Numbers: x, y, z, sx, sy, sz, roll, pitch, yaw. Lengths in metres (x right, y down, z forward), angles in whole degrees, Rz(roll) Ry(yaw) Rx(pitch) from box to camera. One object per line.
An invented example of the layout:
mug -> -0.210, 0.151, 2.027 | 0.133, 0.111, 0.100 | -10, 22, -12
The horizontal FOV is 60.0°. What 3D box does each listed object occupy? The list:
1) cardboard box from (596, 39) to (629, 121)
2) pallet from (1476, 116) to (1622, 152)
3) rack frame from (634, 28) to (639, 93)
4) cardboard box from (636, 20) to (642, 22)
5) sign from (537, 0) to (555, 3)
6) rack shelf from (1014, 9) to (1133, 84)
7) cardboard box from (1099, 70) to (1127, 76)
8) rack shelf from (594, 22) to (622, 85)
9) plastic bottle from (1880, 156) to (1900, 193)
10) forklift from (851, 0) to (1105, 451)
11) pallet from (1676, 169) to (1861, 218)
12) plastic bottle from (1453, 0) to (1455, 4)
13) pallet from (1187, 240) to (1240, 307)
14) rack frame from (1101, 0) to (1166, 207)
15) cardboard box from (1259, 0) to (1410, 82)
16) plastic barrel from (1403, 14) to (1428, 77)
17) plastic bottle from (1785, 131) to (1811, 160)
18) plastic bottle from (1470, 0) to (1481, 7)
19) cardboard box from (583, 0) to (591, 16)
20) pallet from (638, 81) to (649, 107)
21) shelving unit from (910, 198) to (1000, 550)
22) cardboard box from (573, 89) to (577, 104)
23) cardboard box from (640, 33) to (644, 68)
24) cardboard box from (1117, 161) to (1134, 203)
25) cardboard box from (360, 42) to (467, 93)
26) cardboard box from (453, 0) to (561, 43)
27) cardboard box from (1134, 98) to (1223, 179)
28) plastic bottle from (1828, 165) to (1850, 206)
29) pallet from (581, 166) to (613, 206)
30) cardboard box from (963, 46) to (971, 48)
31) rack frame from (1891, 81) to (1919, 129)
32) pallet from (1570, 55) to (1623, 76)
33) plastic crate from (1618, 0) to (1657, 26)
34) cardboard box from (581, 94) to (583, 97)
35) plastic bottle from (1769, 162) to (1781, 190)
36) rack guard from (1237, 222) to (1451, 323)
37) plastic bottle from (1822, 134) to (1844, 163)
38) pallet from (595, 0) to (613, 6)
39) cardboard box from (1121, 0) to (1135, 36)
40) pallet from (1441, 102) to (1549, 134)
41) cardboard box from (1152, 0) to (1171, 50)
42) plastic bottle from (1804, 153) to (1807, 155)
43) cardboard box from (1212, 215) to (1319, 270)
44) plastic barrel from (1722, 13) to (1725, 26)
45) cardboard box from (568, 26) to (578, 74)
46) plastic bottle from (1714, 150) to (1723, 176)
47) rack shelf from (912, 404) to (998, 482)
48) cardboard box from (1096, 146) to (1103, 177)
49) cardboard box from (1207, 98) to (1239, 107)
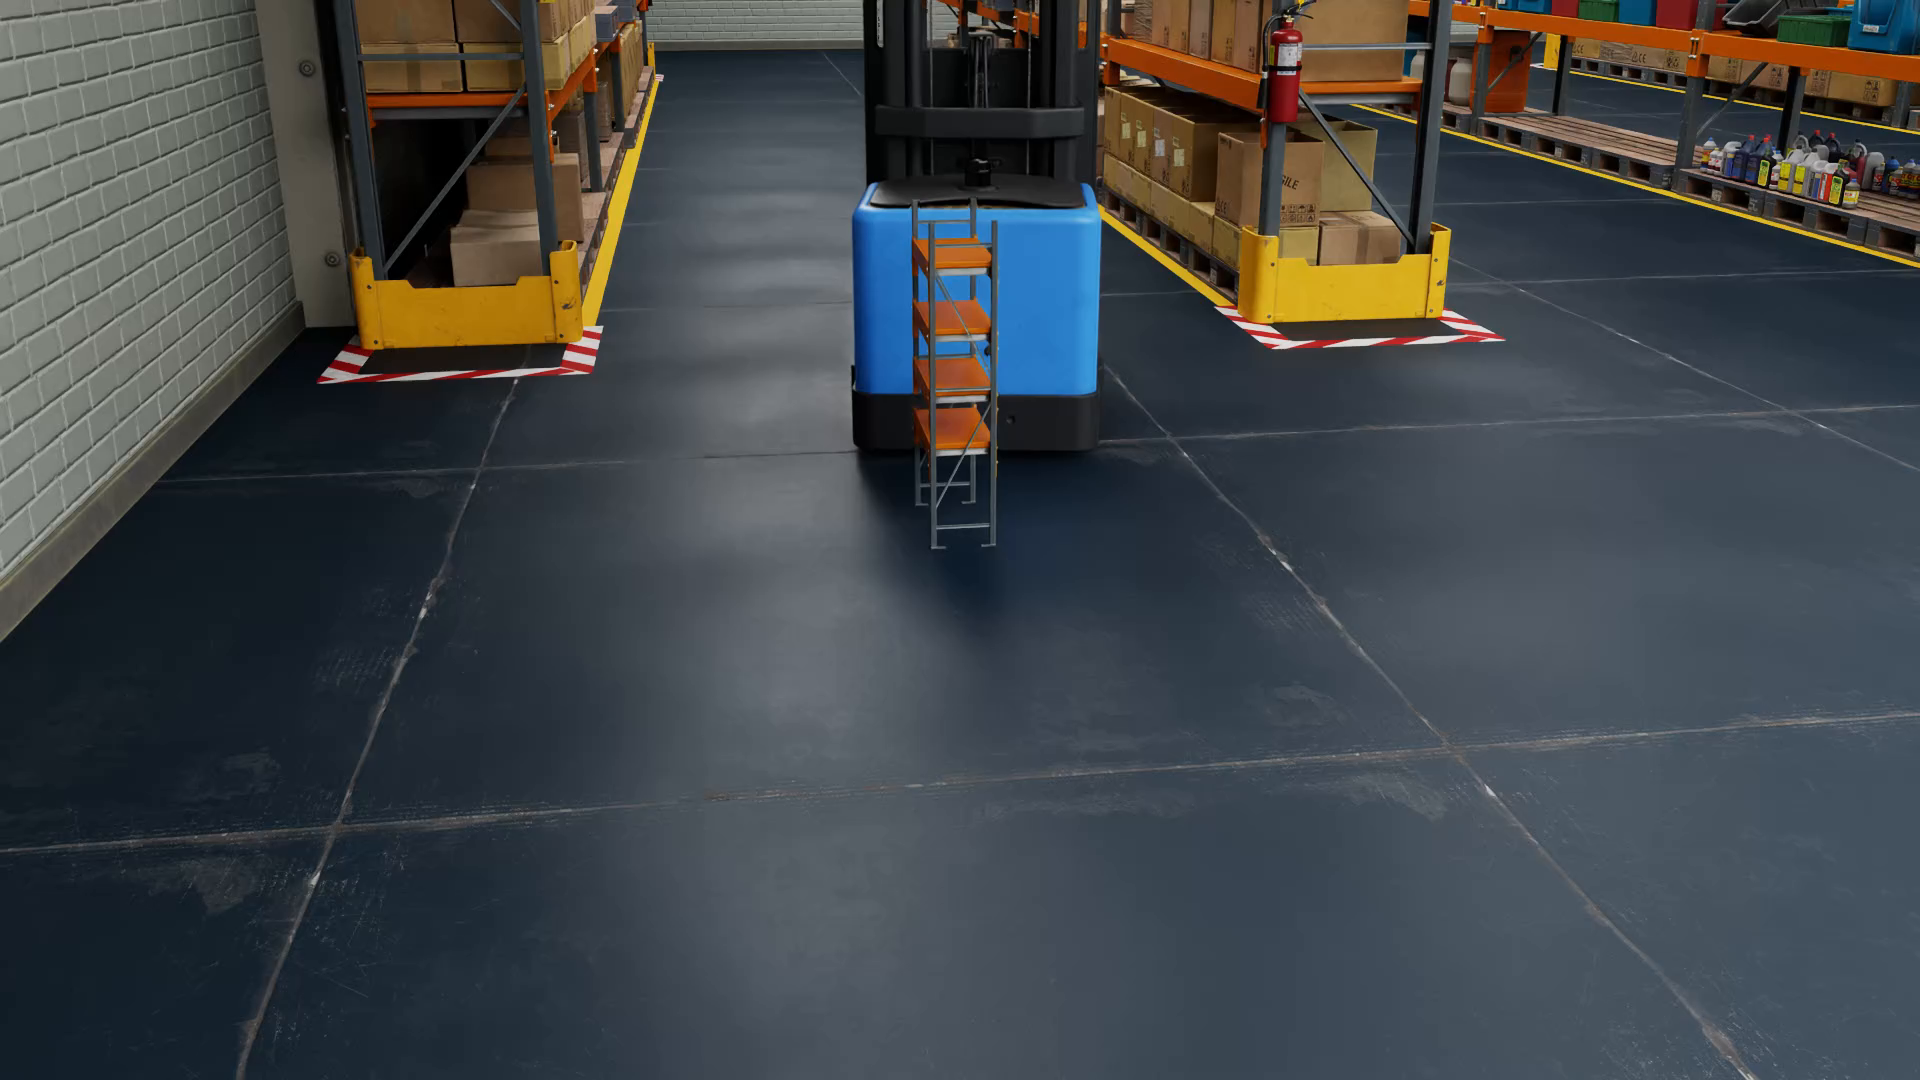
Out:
cardboard box -> -3.804, -4.712, 17.016 | 0.750, 0.750, 0.750 | -3, 21, -8
pallet -> 6.049, -4.184, 17.117 | 1.003, 0.211, 1.213 | -3, 21, -8
rack frame -> -4.405, -6.646, 19.722 | 1.000, 3.000, 0.127 | -3, 21, -8
cardboard box -> -4.583, -7.088, 22.951 | 0.380, 0.149, 0.250 | -3, 21, -8
sign -> -2.138, -2.924, 8.520 | 0.100, 0.325, 0.005 | -3, 21, -8
rack shelf -> 1.361, -4.482, 14.959 | 1.077, 0.370, 4.000 | -3, 21, -8
cardboard box -> 1.392, -4.514, 16.544 | 0.500, 0.311, 0.500 | -2, 21, -6
rack shelf -> -3.540, -4.231, 14.286 | 1.077, 0.370, 4.000 | -3, 21, -8
plastic bottle -> 7.082, -2.785, 12.658 | 0.097, 0.271, 0.097 | 0, 20, 0
forklift -> 0.107, -2.214, 7.955 | 1.130, 2.935, 3.031 | 1, 20, 2
pallet -> 6.607, -2.835, 13.504 | 1.003, 0.211, 1.213 | -3, 21, -8
plastic bottle -> 5.435, -6.007, 18.196 | 0.097, 0.271, 0.097 | 0, 20, 0
pallet -> 2.075, -1.698, 10.462 | 1.003, 0.211, 1.213 | -3, 21, -8
rack frame -> 1.650, -4.127, 12.979 | 1.000, 3.000, 0.127 | -3, 21, -8
cardboard box -> 2.172, -2.951, 9.688 | 0.700, 0.500, 0.500 | -3, 21, -8
plastic barrel -> 5.562, -5.925, 20.191 | 0.600, 0.901, 0.708 | -3, 21, -8
plastic bottle -> 6.787, -3.125, 13.453 | 0.144, 0.351, 0.185 | -3, 21, -8
plastic bottle -> 5.495, -5.824, 17.690 | 0.061, 0.283, 0.133 | -3, 21, -8
cardboard box -> -2.800, -3.846, 11.339 | 0.500, 0.500, 0.500 | -3, 21, -8
pallet -> -4.437, -5.607, 20.926 | 1.003, 0.211, 1.213 | -3, 21, -8
shelving unit -> -0.024, -0.619, 6.160 | 0.258, 1.200, 0.503 | -3, 21, -8
cardboard box -> -3.520, -3.849, 14.105 | 0.500, 0.250, 0.500 | -4, 21, -9
cardboard box -> -4.782, -6.819, 23.159 | 0.700, 0.500, 0.500 | -3, 21, -8
cardboard box -> 1.484, -2.686, 12.451 | 0.500, 0.250, 0.500 | -3, 21, -8
cardboard box -> -2.934, -2.582, 9.028 | 0.500, 0.250, 0.500 | -3, 21, -7
cardboard box -> -2.446, -2.962, 8.973 | 0.500, 0.500, 0.500 | -3, 21, -8
cardboard box -> 1.551, -2.864, 11.856 | 0.500, 0.500, 0.500 | -3, 21, -8
plastic bottle -> 6.395, -2.577, 12.084 | 0.061, 0.283, 0.133 | -2, 21, -6
pallet -> -3.365, -2.839, 13.516 | 1.003, 0.211, 1.213 | -3, 21, -8
cardboard box -> 0.325, -5.752, 20.274 | 0.500, 0.500, 0.500 | -4, 21, -10
rack frame -> 10.877, -6.010, 18.021 | 1.000, 3.000, 0.127 | -3, 21, -8
pallet -> 9.916, -7.201, 25.194 | 1.003, 0.211, 1.213 | -3, 21, -8
plastic crate -> 6.085, -4.734, 14.627 | 0.392, 0.384, 0.575 | -3, 21, -8
cardboard box -> -3.614, -3.694, 14.764 | 0.700, 0.500, 0.500 | -3, 21, -8
plastic bottle -> 6.302, -2.806, 12.812 | 0.097, 0.201, 0.097 | 0, 20, 0
rack guard -> 2.230, -1.563, 9.686 | 1.175, 0.500, 0.348 | -3, 21, -8
plastic bottle -> 6.958, -3.066, 13.295 | 0.144, 0.351, 0.185 | -4, 21, -10
pallet -> -3.502, -4.488, 14.218 | 1.003, 0.211, 1.213 | -3, 21, -8
cardboard box -> 1.536, -4.225, 13.455 | 0.500, 0.250, 0.500 | -2, 21, -4
pallet -> 5.820, -4.725, 18.565 | 1.003, 0.211, 1.213 | -3, 21, -8
cardboard box -> 1.802, -3.838, 12.063 | 0.700, 0.500, 0.500 | -3, 21, -8
plastic bottle -> 6.489, -2.809, 12.714 | 0.152, 0.276, 0.135 | -3, 21, -8
cardboard box -> 1.857, -1.821, 10.135 | 0.500, 0.250, 0.500 | -3, 21, -8
plastic barrel -> 6.631, -4.781, 14.537 | 0.433, 0.535, 0.433 | 0, 20, 0
cardboard box -> -2.588, -2.971, 10.069 | 0.500, 0.250, 0.500 | -3, 21, -9
plastic bottle -> 6.193, -3.068, 13.514 | 0.097, 0.201, 0.097 | 0, 20, 0
rack shelf -> -0.024, -0.370, 6.253 | 0.258, 0.148, 0.480 | -3, 21, -8
cardboard box -> 1.303, -3.165, 13.732 | 0.500, 0.250, 0.500 | -3, 21, -8
cardboard box -> 2.069, -2.891, 11.927 | 0.500, 0.500, 0.500 | -3, 21, -8
